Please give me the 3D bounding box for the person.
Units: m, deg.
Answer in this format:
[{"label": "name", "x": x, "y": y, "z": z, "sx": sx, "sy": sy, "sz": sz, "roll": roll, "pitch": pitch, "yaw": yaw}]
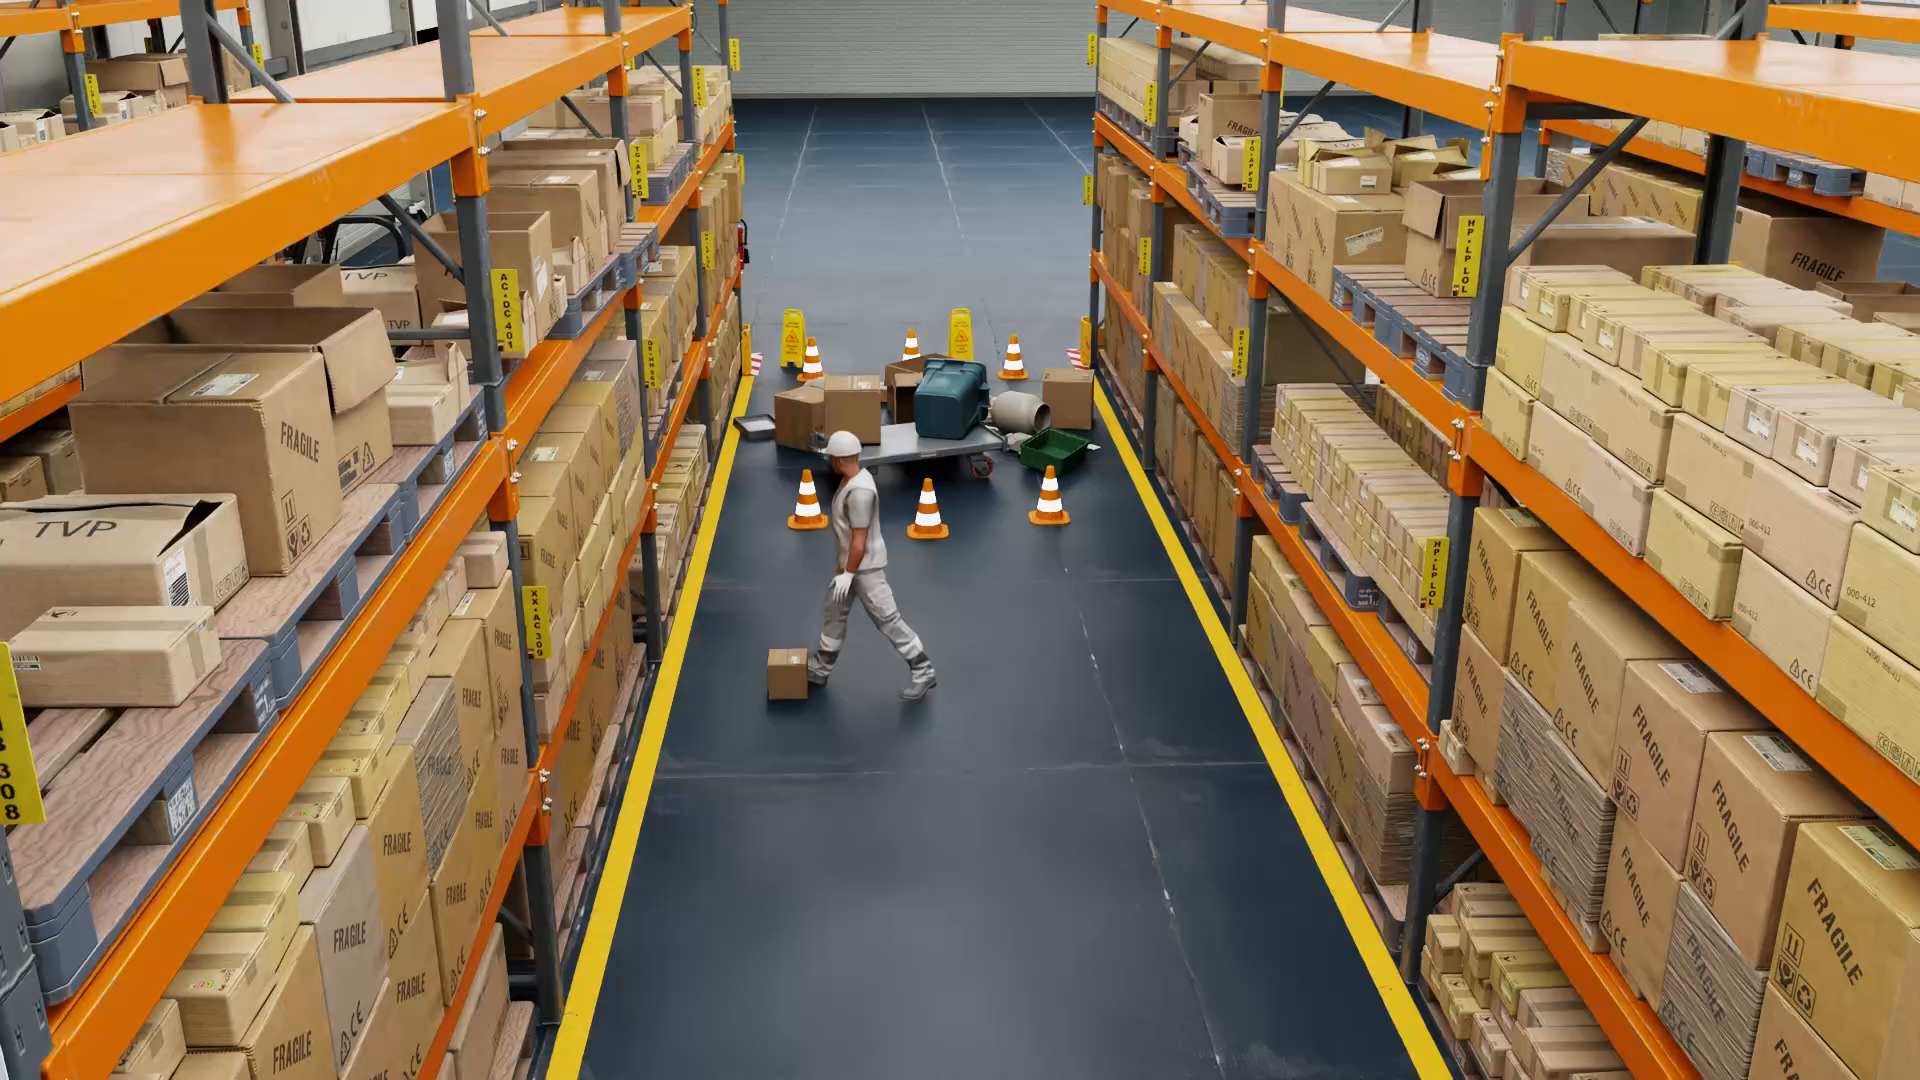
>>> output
[{"label": "person", "x": -0.654, "y": 0.169, "z": 10.610, "sx": 0.956, "sy": 1.755, "sz": 0.642, "roll": -4, "pitch": 21, "yaw": -12}]
